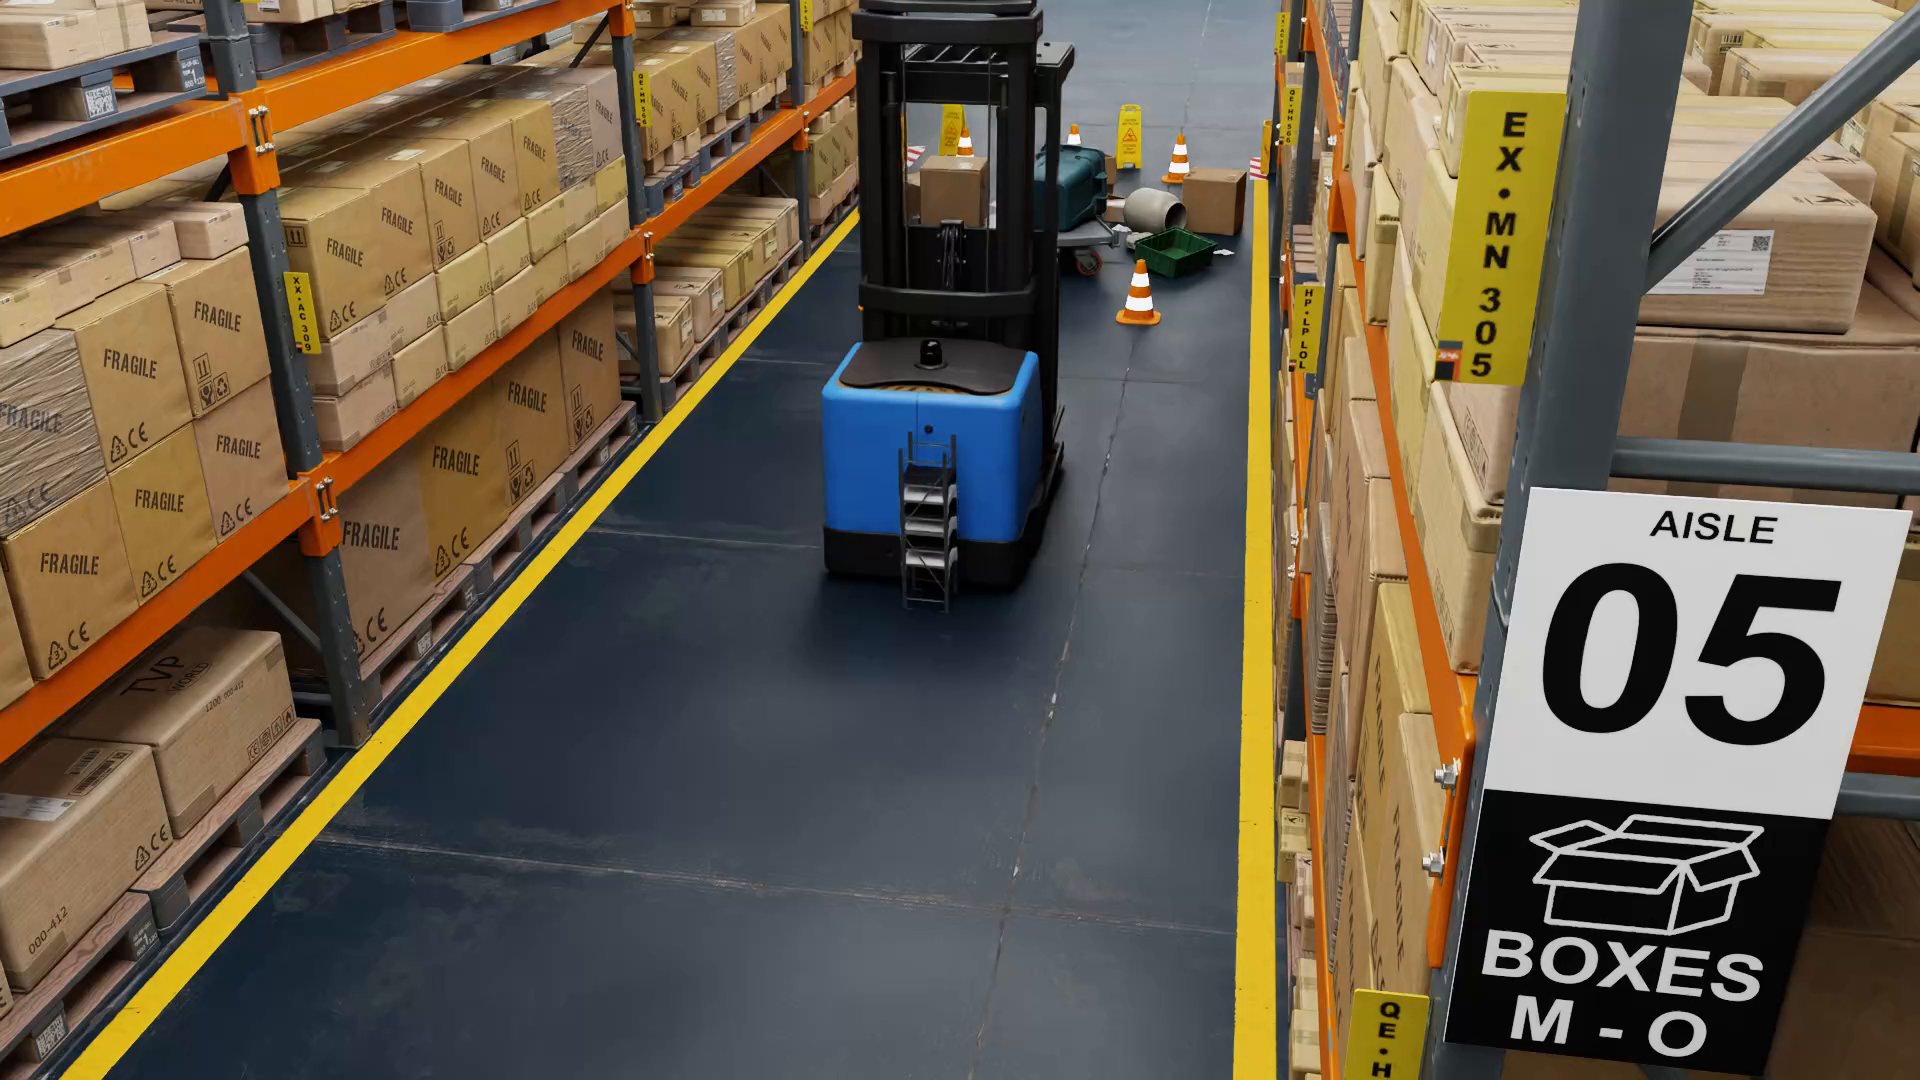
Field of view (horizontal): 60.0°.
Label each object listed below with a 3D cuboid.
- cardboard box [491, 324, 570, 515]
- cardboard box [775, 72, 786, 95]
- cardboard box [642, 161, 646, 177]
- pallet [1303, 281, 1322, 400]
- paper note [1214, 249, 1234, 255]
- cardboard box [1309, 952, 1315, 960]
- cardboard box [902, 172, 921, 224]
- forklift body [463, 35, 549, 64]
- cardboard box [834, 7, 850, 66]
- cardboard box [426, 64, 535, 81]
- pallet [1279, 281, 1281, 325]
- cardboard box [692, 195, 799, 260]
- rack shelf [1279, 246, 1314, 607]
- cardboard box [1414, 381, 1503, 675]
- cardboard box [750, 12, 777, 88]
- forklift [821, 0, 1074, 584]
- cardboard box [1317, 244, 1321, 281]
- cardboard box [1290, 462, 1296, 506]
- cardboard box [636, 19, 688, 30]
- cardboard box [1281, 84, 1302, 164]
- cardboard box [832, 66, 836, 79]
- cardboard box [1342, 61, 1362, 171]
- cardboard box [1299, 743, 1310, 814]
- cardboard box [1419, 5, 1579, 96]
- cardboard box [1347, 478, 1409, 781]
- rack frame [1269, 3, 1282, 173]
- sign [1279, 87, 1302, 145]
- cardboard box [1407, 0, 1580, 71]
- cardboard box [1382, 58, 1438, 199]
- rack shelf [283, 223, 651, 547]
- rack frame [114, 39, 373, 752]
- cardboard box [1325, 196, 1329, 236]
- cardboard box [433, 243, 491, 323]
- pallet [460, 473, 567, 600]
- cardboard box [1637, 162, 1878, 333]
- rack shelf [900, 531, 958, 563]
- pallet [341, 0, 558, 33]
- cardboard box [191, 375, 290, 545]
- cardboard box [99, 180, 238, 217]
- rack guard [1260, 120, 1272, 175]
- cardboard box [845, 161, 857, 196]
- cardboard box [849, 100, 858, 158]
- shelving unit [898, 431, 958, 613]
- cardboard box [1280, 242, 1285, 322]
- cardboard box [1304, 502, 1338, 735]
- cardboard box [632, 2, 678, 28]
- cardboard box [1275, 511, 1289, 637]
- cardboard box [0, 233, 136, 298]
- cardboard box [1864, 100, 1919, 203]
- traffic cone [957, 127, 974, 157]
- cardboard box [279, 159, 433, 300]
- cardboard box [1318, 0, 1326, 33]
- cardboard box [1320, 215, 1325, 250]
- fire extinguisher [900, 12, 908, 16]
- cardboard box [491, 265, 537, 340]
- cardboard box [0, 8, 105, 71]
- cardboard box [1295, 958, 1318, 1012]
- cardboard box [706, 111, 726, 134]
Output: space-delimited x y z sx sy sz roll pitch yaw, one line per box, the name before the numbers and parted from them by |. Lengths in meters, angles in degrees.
cardboard box | -2.803 -0.738 9.300 0.875 0.875 0.875 4 25 9
cardboard box | -1.616 -3.682 13.378 0.380 0.149 0.250 4 25 9
cardboard box | -2.222 -2.366 10.567 0.380 0.149 0.250 3 25 5
pallet | 2.159 -0.948 7.964 1.003 0.211 1.213 4 25 9
paper note | 2.312 -2.538 14.636 0.147 0.020 0.142 -14 29 -27
cardboard box | 1.386 1.367 5.660 0.380 0.149 0.250 4 25 7
cardboard box | -0.287 -3.062 15.200 0.500 0.500 0.500 -20 32 -36
forklift body | -4.559 -4.551 16.435 2.313 2.155 1.214 4 25 9
cardboard box | -1.304 -4.605 15.081 0.500 0.500 0.500 4 25 8
cardboard box | -2.780 -2.475 9.702 0.500 0.500 0.500 3 25 7
pallet | 3.044 -1.948 13.162 1.003 0.211 1.213 4 25 9
cardboard box | -1.888 -2.620 13.913 0.950 0.372 0.625 4 25 9
rack shelf | 2.115 -0.703 8.063 1.077 0.370 4.000 4 25 9
cardboard box | 0.948 -0.019 2.391 0.500 0.250 0.500 3 25 7
cardboard box | -1.733 -3.793 12.851 0.500 0.500 0.500 4 25 9
forklift | 0.033 -1.695 9.415 1.130 2.935 3.031 4 25 9
cardboard box | 2.039 -1.431 8.570 0.380 0.149 0.250 5 26 11
cardboard box | 1.757 -0.134 7.566 0.500 0.250 0.500 5 26 11
cardboard box | -2.340 -3.618 12.477 0.500 0.500 0.500 4 25 8
cardboard box | 2.578 -2.963 11.923 0.500 0.500 0.500 4 25 8
cardboard box | -1.346 -4.272 15.135 0.380 0.149 0.250 4 25 8
cardboard box | 1.452 -1.308 5.145 0.500 0.250 0.500 5 26 11
cardboard box | 1.424 0.880 5.998 0.380 0.149 0.250 5 26 11
cardboard box | 1.172 -1.019 3.467 0.380 0.149 0.250 3 25 7
cardboard box | 1.123 0.209 3.618 0.500 0.500 0.500 5 26 11
rack frame | 3.749 -5.212 16.846 1.000 3.000 0.127 4 25 9
sign | 1.894 -2.427 9.532 0.100 0.325 0.005 4 25 9
cardboard box | 1.209 -1.129 3.702 0.380 0.149 0.250 3 25 7
cardboard box | 1.221 -0.885 3.652 0.500 0.250 0.500 3 25 6
rack shelf | -2.785 -1.004 8.706 1.077 0.370 4.000 4 25 9
rack frame | -3.112 -0.494 6.766 1.000 3.000 0.127 4 25 9
cardboard box | 2.003 -1.593 8.214 0.380 0.149 0.250 5 26 11
cardboard box | -2.596 -1.246 7.960 0.500 0.250 0.500 4 25 9
pallet | -2.863 -0.070 9.151 1.003 0.211 1.213 4 25 9
cardboard box | 0.899 -0.377 2.096 0.380 0.149 0.250 4 25 8
rack shelf | -0.155 0.025 8.414 0.258 0.077 0.200 5 28 11
pallet | -2.691 -2.699 8.161 1.003 0.211 1.213 5 26 11
cardboard box | -2.936 -0.327 6.293 0.500 0.500 0.500 4 25 9
cardboard box | -3.287 -1.196 6.969 0.500 0.500 0.500 5 26 10
rack guard | 3.753 -4.090 17.397 1.175 0.500 0.348 4 25 9
cardboard box | -1.282 -3.458 15.848 0.500 0.250 0.500 4 25 8
cardboard box | -1.196 -4.015 16.152 0.500 0.500 0.500 3 25 7
shelving unit | -0.157 -0.084 8.357 0.258 0.900 0.210 5 28 11
cardboard box | 2.921 -2.041 12.230 1.050 0.750 0.750 4 25 9
cardboard box | 1.267 0.232 4.746 0.500 0.500 0.500 3 25 7
cardboard box | -2.306 -3.870 12.250 0.380 0.149 0.250 5 26 11
cardboard box | 1.745 0.208 7.722 0.500 0.500 0.500 3 25 7
cardboard box | -3.049 -0.928 5.632 0.380 0.149 0.250 4 25 9
cardboard box | 1.588 -0.551 2.468 0.380 0.149 0.250 4 25 8
traffic cone | 0.051 -4.094 17.451 0.336 0.463 0.334 4 25 9
cardboard box | -2.701 -1.370 7.342 0.500 0.500 0.500 4 25 8
cardboard box | 1.935 -2.630 7.674 0.500 0.500 0.500 4 25 9
cardboard box | 2.041 -1.558 8.490 0.380 0.149 0.250 4 25 9
fire extinguisher | -0.678 -5.493 17.539 0.296 0.674 0.183 4 25 9
cardboard box | -2.506 -1.230 8.515 0.500 0.250 0.500 4 25 8
cardboard box | -2.944 -1.574 5.219 0.380 0.149 0.250 5 25 10
cardboard box | 1.237 1.447 5.138 0.380 0.149 0.250 4 25 8
cardboard box | -1.910 -3.039 12.004 0.380 0.149 0.250 5 26 10
